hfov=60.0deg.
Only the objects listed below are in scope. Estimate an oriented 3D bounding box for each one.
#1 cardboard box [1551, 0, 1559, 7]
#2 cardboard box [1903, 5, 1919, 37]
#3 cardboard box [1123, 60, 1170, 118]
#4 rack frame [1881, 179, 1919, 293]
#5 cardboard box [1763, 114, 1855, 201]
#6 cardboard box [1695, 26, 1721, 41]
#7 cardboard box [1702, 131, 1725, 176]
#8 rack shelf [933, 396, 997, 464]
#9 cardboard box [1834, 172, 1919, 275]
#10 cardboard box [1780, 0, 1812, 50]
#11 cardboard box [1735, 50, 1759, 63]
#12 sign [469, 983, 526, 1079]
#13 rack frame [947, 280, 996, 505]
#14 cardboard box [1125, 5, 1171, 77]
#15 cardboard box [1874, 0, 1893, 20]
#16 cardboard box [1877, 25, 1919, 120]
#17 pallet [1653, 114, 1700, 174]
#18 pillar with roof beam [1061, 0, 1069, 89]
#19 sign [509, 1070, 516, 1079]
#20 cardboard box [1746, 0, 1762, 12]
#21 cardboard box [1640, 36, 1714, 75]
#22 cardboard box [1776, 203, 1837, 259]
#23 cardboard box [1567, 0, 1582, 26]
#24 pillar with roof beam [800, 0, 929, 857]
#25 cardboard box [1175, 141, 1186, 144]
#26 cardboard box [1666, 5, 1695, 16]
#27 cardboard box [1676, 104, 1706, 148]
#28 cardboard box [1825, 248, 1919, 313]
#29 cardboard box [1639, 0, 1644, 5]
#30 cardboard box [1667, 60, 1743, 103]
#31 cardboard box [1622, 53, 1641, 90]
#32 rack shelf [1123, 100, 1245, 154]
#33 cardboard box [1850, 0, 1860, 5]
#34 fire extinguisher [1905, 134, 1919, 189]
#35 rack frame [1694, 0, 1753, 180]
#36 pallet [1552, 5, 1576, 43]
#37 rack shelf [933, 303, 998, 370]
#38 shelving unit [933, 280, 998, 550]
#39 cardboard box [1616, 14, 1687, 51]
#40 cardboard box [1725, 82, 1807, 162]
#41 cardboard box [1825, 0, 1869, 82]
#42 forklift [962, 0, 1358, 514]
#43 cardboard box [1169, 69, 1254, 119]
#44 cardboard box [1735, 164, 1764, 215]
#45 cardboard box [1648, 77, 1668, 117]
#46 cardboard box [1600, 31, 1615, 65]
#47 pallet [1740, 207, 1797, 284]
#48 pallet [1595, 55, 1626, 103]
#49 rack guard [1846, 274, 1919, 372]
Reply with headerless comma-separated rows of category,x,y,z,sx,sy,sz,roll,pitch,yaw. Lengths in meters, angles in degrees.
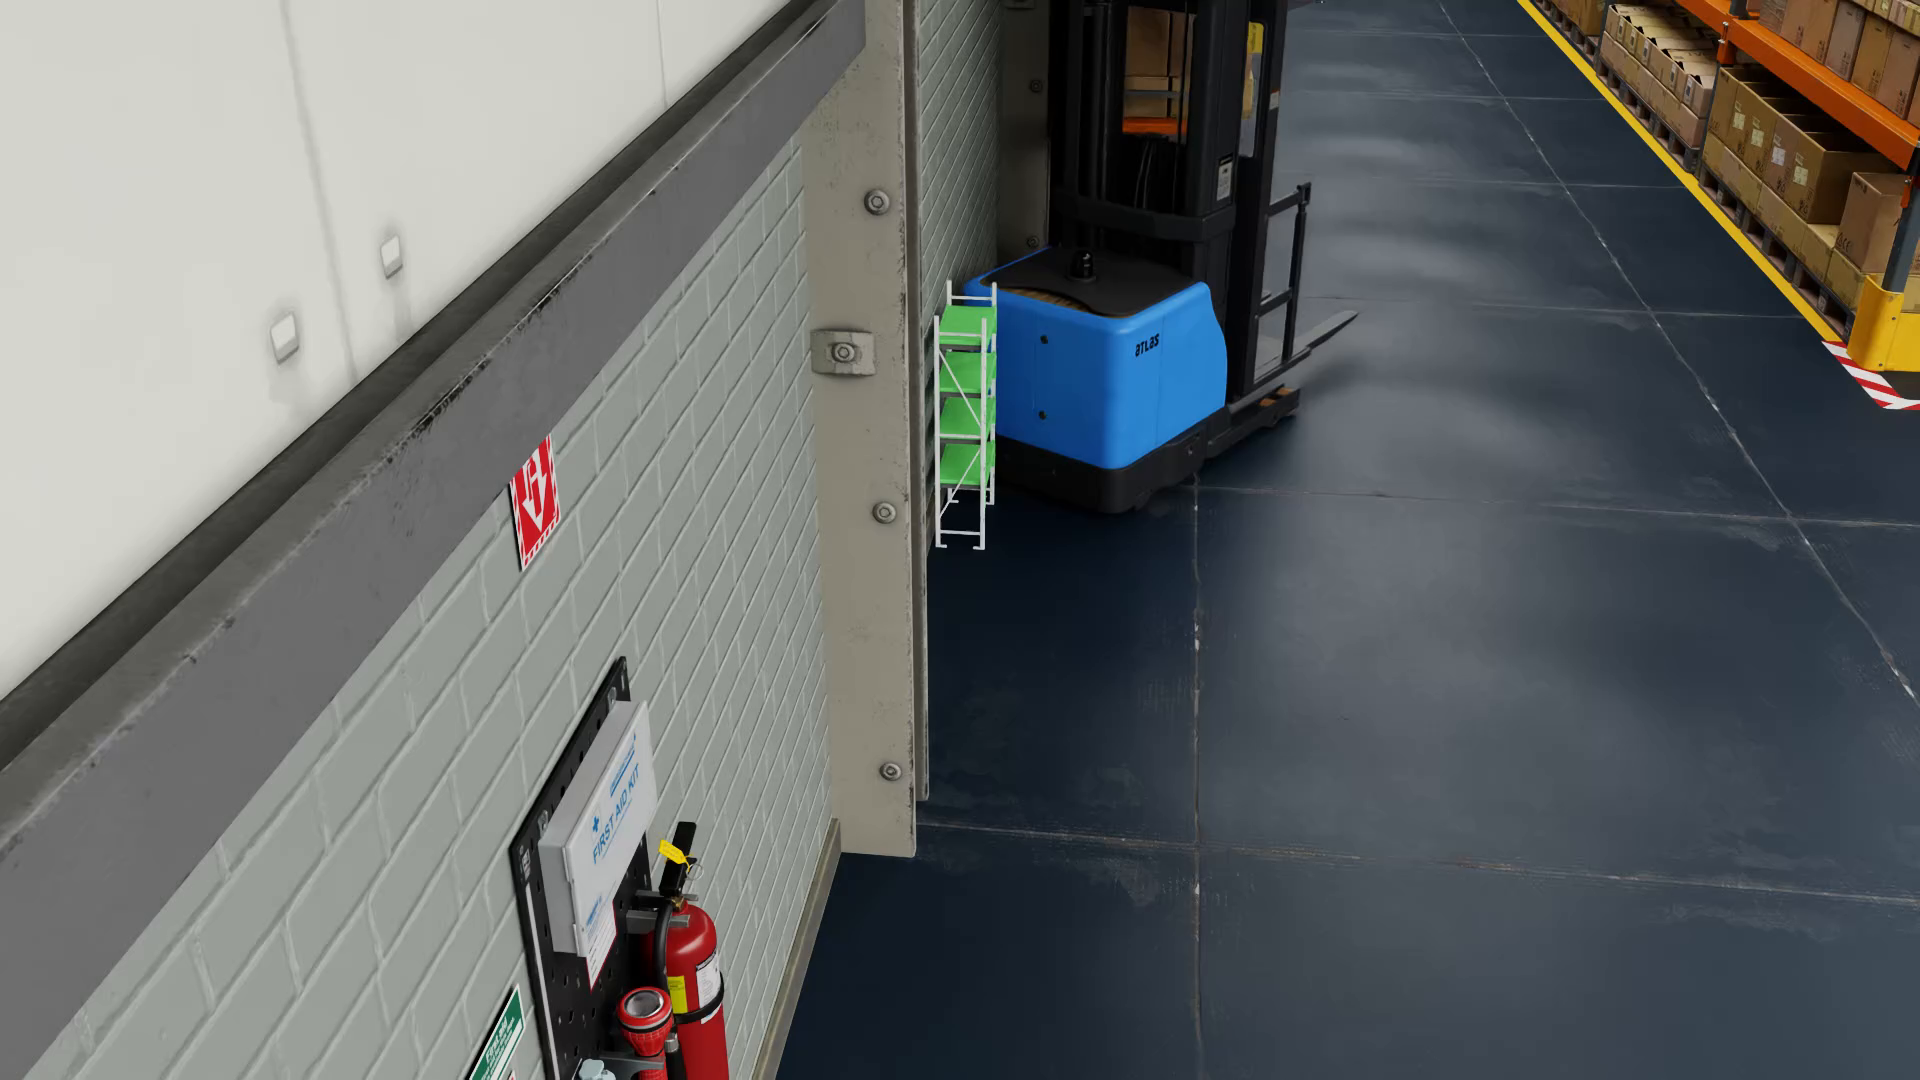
cardboard box,7.174,-6.460,19.250,0.500,0.500,0.500,4,29,7
cardboard box,6.047,-3.183,10.205,0.380,0.149,0.250,3,28,5
cardboard box,1.076,-2.879,10.568,0.500,0.250,0.500,4,29,7
rack frame,6.127,-2.418,9.576,1.000,3.000,0.127,3,28,6
cardboard box,6.068,-2.699,11.764,0.500,0.500,0.500,3,28,6
cardboard box,7.166,-4.662,15.606,0.500,0.311,0.500,3,28,6
cardboard box,6.260,-3.075,13.251,0.500,0.250,0.500,3,28,6
rack shelf,0.028,-0.550,8.141,0.258,0.148,0.480,3,28,6
cardboard box,5.898,-1.993,10.452,0.500,0.500,0.500,3,28,6
cardboard box,6.511,-3.887,12.198,0.700,0.500,0.500,3,28,6
cardboard box,7.044,-4.182,14.714,0.500,0.311,0.500,2,28,5
sign,-0.799,0.905,2.812,0.001,0.109,0.331,3,28,6
rack frame,0.056,-0.721,8.324,0.240,1.200,0.015,3,28,6
cardboard box,1.057,-3.212,10.395,0.500,0.500,0.500,3,28,6
cardboard box,6.112,-3.424,10.655,0.380,0.149,0.250,4,29,8
cardboard box,6.257,-2.929,10.418,0.700,0.500,0.500,4,29,8
pallet,6.669,-3.423,14.381,1.003,0.211,1.213,3,28,6
pillar with roof beam,5.446,-8.299,14.168,9.100,9.000,0.400,3,28,6
sign,-0.808,1.140,2.934,0.001,0.329,0.234,3,28,6
cardboard box,6.635,-4.470,13.542,0.500,0.250,0.500,5,29,9
cardboard box,6.569,-4.446,15.205,0.500,0.311,0.500,3,28,6
cardboard box,6.009,-2.134,11.505,0.500,0.250,0.500,3,28,6
cardboard box,7.053,-5.975,18.349,0.500,0.500,0.500,2,28,4
pillar with roof beam,3.975,-2.651,3.683,9.100,9.000,0.400,3,28,6
cardboard box,1.594,-2.729,12.324,0.700,0.500,0.500,2,28,3
cardboard box,7.288,-5.144,16.502,0.500,0.311,0.500,4,29,8
cardboard box,6.381,-3.488,14.017,0.500,0.250,0.500,3,28,6
cardboard box,5.900,-1.662,10.629,0.500,0.250,0.500,3,28,6
cardboard box,7.506,-5.722,17.880,0.500,0.500,0.500,2,28,4
cardboard box,6.440,-3.975,14.331,0.500,0.311,0.500,4,29,8
cardboard box,6.634,-4.447,15.799,0.500,0.250,0.500,3,28,5
rack shelf,1.456,-3.329,12.026,1.077,0.370,4.000,3,28,6
cardboard box,6.173,-3.669,11.109,0.380,0.149,0.250,3,28,5
fire extinguisher,5.652,-2.356,9.542,0.296,0.674,0.183,3,28,6
rack frame,6.618,-4.301,13.071,1.000,3.000,0.127,3,28,6
pallet,7.389,-5.878,18.939,1.003,0.211,1.213,3,28,6
rack shelf,0.028,-0.973,7.913,0.258,0.148,0.480,3,28,6
shelving unit,0.028,-0.606,8.110,0.258,1.200,0.503,3,28,6
cardboard box,6.696,-4.928,16.100,0.500,0.311,0.500,3,28,5
cardboard box,6.197,-3.170,12.637,0.500,0.500,0.500,3,28,6
cardboard box,6.384,-3.410,11.312,0.700,0.500,0.500,4,29,8
forklift,1.301,-2.057,8.977,1.130,2.935,3.031,20,34,33
cardboard box,1.586,-2.859,10.530,0.500,0.250,0.500,3,28,5
cardboard box,6.127,-2.605,12.379,0.500,0.250,0.500,3,28,6
cardboard box,6.507,-3.966,14.906,0.500,0.250,0.500,4,29,7
cardboard box,6.752,-4.929,16.693,0.500,0.250,0.500,3,28,6
pallet,6.332,-2.126,11.973,1.003,0.211,1.213,3,28,6
pallet,6.968,-4.571,16.513,1.003,0.211,1.213,3,28,6
rack guard,6.125,-1.307,10.148,1.175,0.500,0.348,3,28,6
